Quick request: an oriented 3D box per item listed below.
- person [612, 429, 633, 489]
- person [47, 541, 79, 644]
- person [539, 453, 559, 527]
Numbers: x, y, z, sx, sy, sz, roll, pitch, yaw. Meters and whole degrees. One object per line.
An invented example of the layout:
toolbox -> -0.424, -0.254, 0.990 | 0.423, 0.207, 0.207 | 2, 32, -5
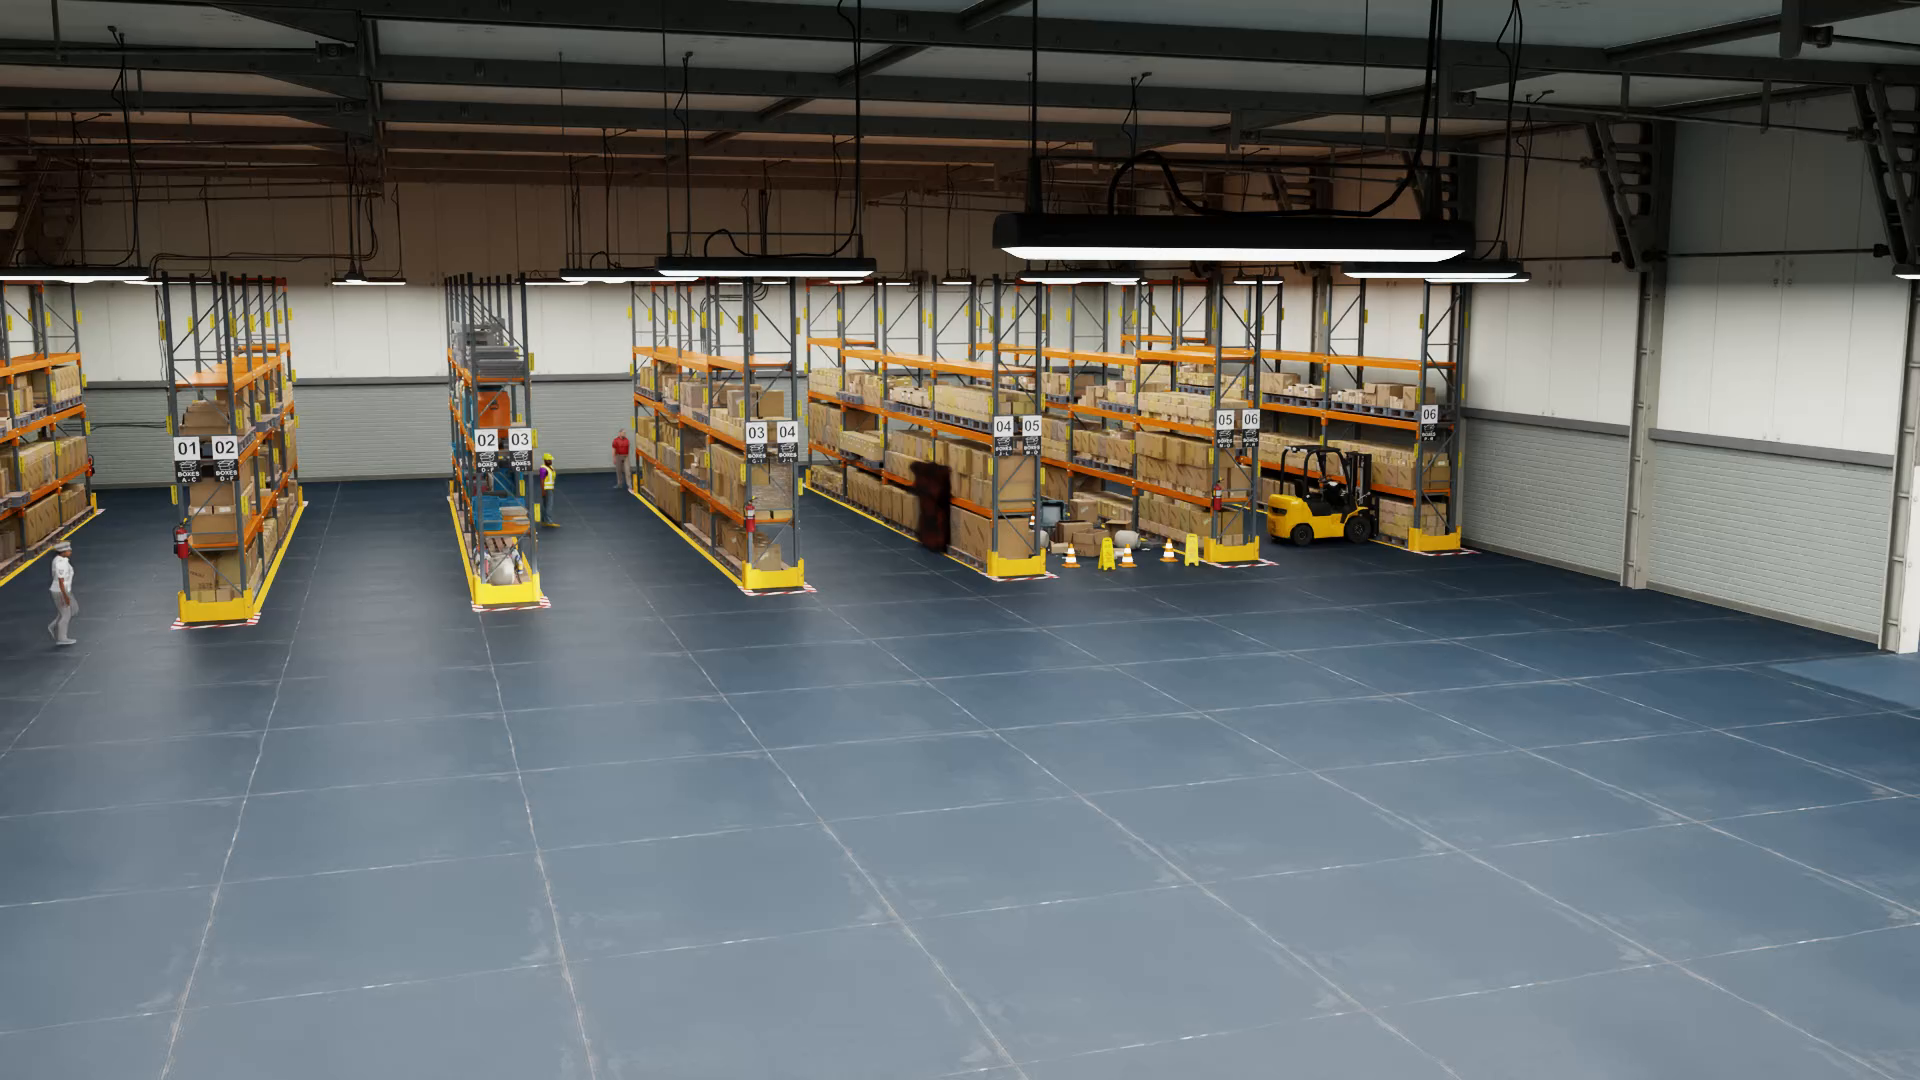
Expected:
person -> -9.713, -2.322, 47.720 | 0.531, 1.716, 0.624 | -3, 9, -22
person -> -14.490, 0.855, 26.803 | 0.447, 1.660, 0.467 | -4, 9, -25
person -> -9.978, -1.224, 40.330 | 0.455, 1.774, 0.589 | -2, 9, -11
